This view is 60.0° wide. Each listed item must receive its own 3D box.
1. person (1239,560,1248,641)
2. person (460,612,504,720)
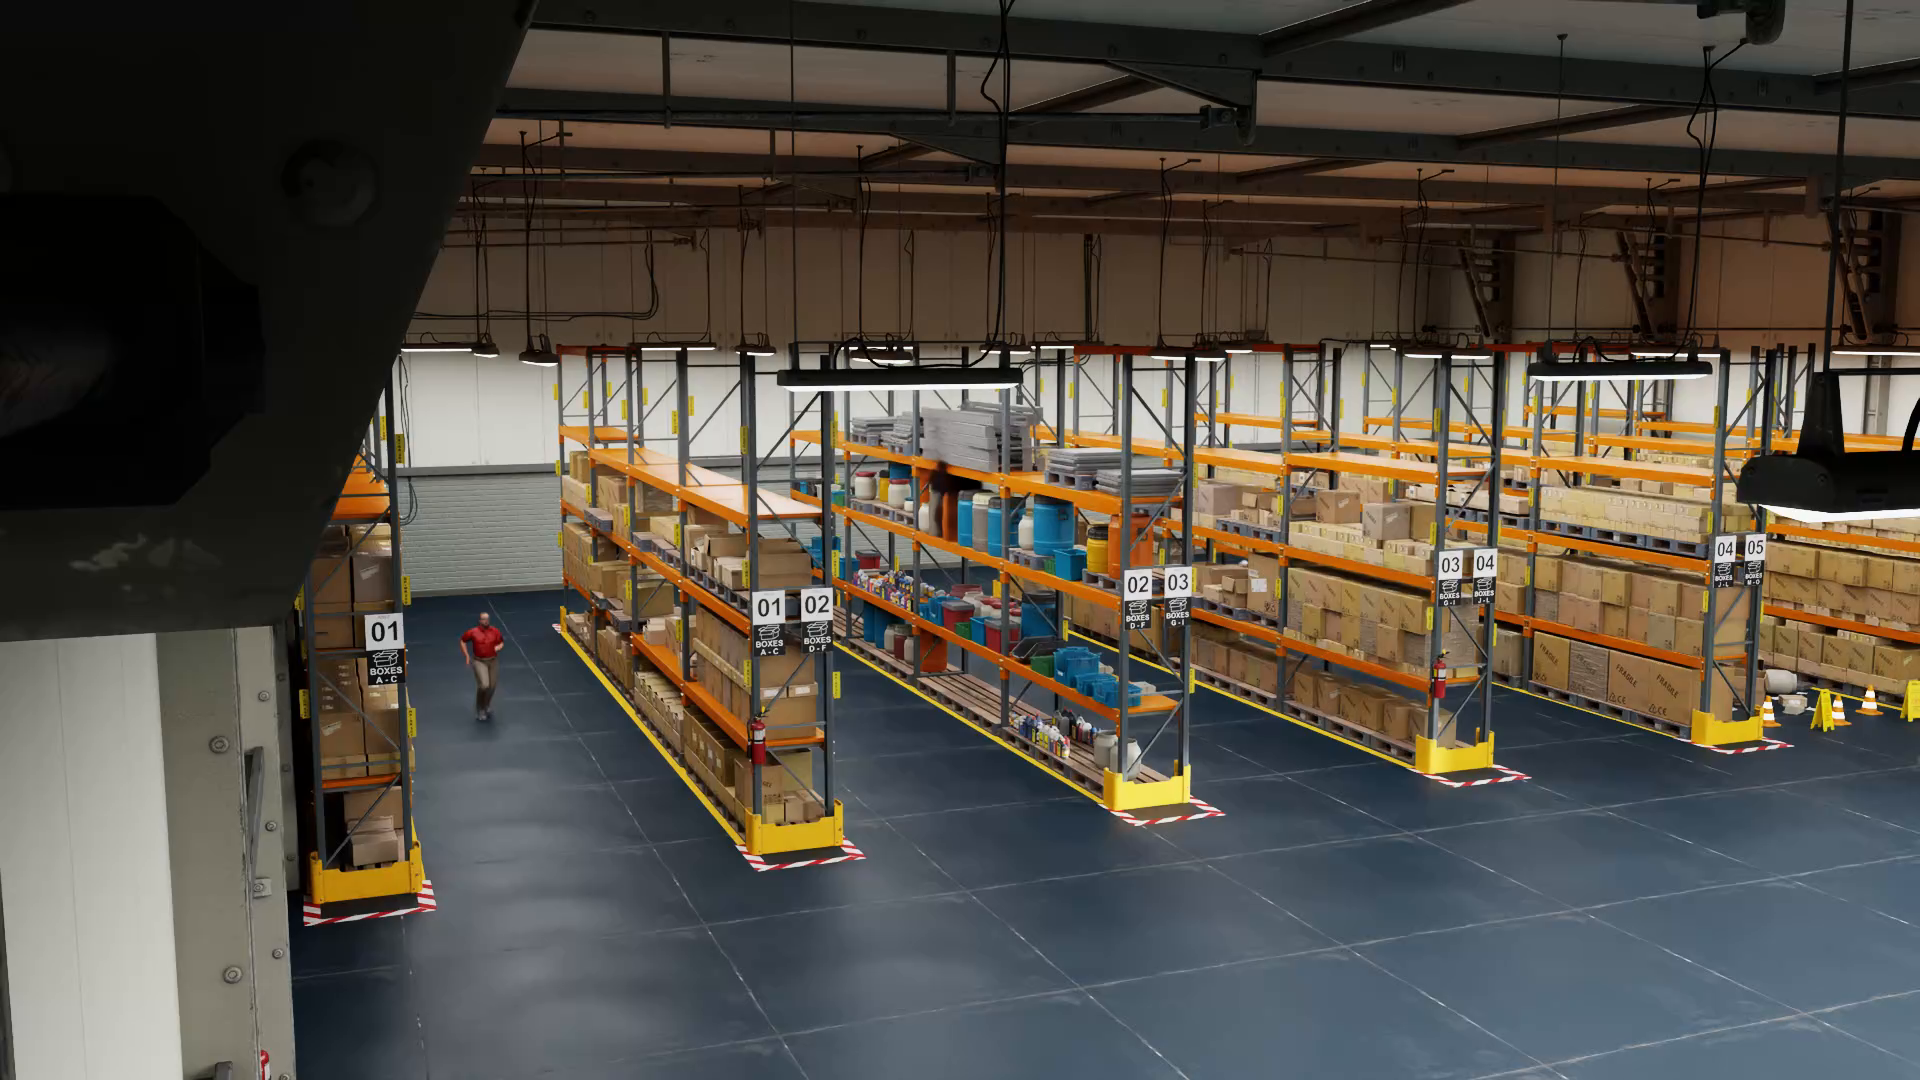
[{"bbox_3d":[5.607,1.276,32.942,0.648,1.802,0.822,-2,7,-13],"label":"person"},{"bbox_3d":[-7.724,2.058,27.071,0.648,1.767,0.721,-5,9,-37],"label":"person"}]
